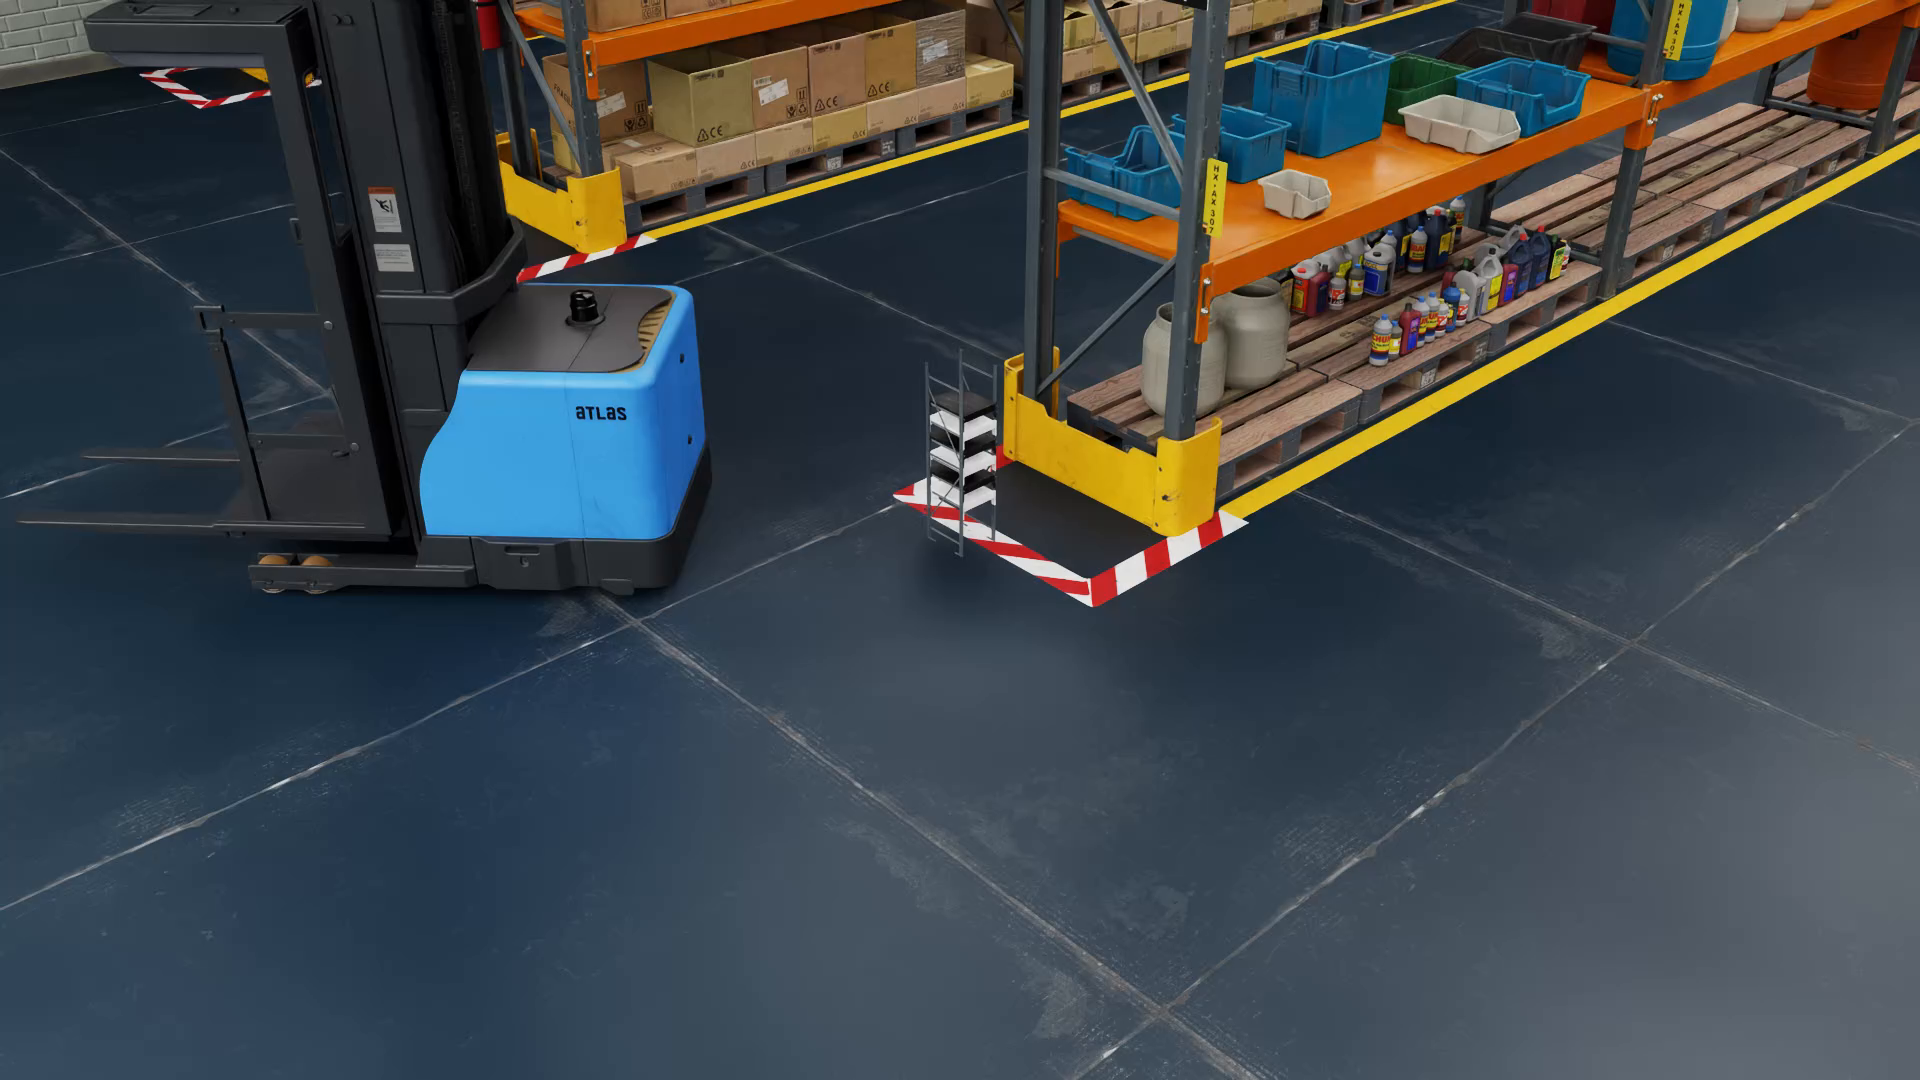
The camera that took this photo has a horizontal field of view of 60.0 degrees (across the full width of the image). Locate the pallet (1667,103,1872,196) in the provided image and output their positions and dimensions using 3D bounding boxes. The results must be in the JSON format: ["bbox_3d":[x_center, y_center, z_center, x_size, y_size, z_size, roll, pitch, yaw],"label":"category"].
[{"bbox_3d":[5.964,-2.907,12.302,1.213,0.211,1.003,-26,40,-35],"label":"pallet"}]

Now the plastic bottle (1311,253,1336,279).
[{"bbox_3d":[2.046,-1.492,9.504,0.135,0.276,0.152,-27,41,-37],"label":"plastic bottle"}]

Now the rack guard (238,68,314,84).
[{"bbox_3d":[-5.988,-4.270,14.253,0.348,0.500,1.175,-26,40,-35],"label":"rack guard"}]

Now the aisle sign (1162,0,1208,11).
[{"bbox_3d":[0.839,-2.491,6.456,0.004,0.787,0.394,-26,40,-35],"label":"aisle sign"}]

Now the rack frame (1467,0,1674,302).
[{"bbox_3d":[3.625,-2.938,9.680,0.127,3.000,1.000,-26,40,-35],"label":"rack frame"}]

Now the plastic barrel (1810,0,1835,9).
[{"bbox_3d":[5.641,-3.809,10.996,0.421,0.512,0.421,0,31,0],"label":"plastic barrel"}]

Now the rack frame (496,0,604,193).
[{"bbox_3d":[-2.673,-3.416,10.460,0.127,3.000,1.000,-26,40,-35],"label":"rack frame"}]

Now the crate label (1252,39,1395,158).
[{"bbox_3d":[1.858,-2.291,8.587,0.616,0.435,0.502,-26,40,-35],"label":"crate label"}]

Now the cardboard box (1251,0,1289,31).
[{"bbox_3d":[2.598,-4.795,14.950,0.500,0.250,0.500,-26,40,-36],"label":"cardboard box"}]

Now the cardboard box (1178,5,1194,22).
[{"bbox_3d":[1.859,-4.677,14.219,0.500,0.311,0.500,-25,39,-34],"label":"cardboard box"}]

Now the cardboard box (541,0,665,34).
[{"bbox_3d":[-2.322,-3.619,10.697,0.500,0.500,0.700,-26,40,-35],"label":"cardboard box"}]

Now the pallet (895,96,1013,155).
[{"bbox_3d":[-0.351,-3.379,13.073,1.213,0.211,1.003,-26,40,-35],"label":"pallet"}]

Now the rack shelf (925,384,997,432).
[{"bbox_3d":[0.006,-0.589,7.396,0.200,0.077,0.258,-26,40,-35],"label":"rack shelf"}]

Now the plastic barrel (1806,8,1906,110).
[{"bbox_3d":[6.906,-3.790,12.751,0.708,0.830,0.600,-26,40,-35],"label":"plastic barrel"}]

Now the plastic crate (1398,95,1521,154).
[{"bbox_3d":[2.607,-2.153,8.648,0.437,0.136,0.530,-26,40,-35],"label":"plastic crate"}]

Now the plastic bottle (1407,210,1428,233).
[{"bbox_3d":[2.751,-1.868,10.047,0.185,0.351,0.144,-25,39,-34],"label":"plastic bottle"}]

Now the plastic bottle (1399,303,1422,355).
[{"bbox_3d":[2.412,-1.145,8.930,0.133,0.283,0.061,-25,39,-35],"label":"plastic bottle"}]

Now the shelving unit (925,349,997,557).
[{"bbox_3d":[0.006,-0.387,7.520,0.210,0.900,0.258,-26,40,-35],"label":"shelving unit"}]

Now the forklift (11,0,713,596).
[{"bbox_3d":[-2.734,-1.285,7.042,3.031,2.935,1.130,1,31,2],"label":"forklift"}]

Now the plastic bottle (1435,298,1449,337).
[{"bbox_3d":[2.631,-1.229,9.146,0.097,0.201,0.097,0,31,0],"label":"plastic bottle"}]

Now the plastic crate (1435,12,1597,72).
[{"bbox_3d":[3.155,-2.775,9.472,0.504,0.338,0.767,-26,40,-35],"label":"plastic crate"}]

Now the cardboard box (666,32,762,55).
[{"bbox_3d":[-1.759,-3.406,11.959,0.500,0.500,0.500,-26,40,-35],"label":"cardboard box"}]

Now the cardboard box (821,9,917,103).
[{"bbox_3d":[-0.670,-3.561,12.212,0.500,0.500,0.500,-26,40,-35],"label":"cardboard box"}]

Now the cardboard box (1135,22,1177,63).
[{"bbox_3d":[1.478,-4.254,14.065,0.500,0.250,0.500,-27,41,-37],"label":"cardboard box"}]

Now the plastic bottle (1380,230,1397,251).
[{"bbox_3d":[2.531,-1.701,9.850,0.097,0.271,0.097,0,31,0],"label":"plastic bottle"}]

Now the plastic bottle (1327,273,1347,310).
[{"bbox_3d":[2.145,-1.419,9.457,0.097,0.201,0.097,0,31,0],"label":"plastic bottle"}]

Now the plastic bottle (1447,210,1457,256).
[{"bbox_3d":[2.948,-1.856,10.092,0.133,0.283,0.061,-26,40,-35],"label":"plastic bottle"}]

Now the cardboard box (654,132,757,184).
[{"bbox_3d":[-1.764,-2.705,11.532,0.500,0.250,0.500,-26,40,-35],"label":"cardboard box"}]

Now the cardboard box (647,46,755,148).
[{"bbox_3d":[-1.763,-3.025,11.336,0.500,0.500,0.500,-26,40,-35],"label":"cardboard box"}]

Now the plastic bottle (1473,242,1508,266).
[{"bbox_3d":[3.089,-1.605,9.688,0.135,0.276,0.152,-26,40,-35],"label":"plastic bottle"}]

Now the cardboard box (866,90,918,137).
[{"bbox_3d":[-0.661,-3.236,12.400,0.500,0.250,0.500,-26,40,-35],"label":"cardboard box"}]

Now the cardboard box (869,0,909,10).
[{"bbox_3d":[-0.654,-3.935,12.825,0.500,0.500,0.500,-26,40,-35],"label":"cardboard box"}]

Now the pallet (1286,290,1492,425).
[{"bbox_3d":[2.210,-1.091,9.332,1.213,0.211,1.003,-26,40,-35],"label":"pallet"}]

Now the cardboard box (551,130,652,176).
[{"bbox_3d":[-2.481,-2.725,11.564,0.500,0.250,0.500,-26,40,-35],"label":"cardboard box"}]

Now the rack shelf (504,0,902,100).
[{"bbox_3d":[-1.206,-3.818,11.808,4.000,0.370,1.077,-26,40,-35],"label":"rack shelf"}]

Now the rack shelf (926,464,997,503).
[{"bbox_3d":[0.006,-0.282,7.584,0.200,0.077,0.258,-26,40,-35],"label":"rack shelf"}]

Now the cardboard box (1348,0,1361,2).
[{"bbox_3d":[3.721,-5.427,15.723,0.500,0.500,0.500,-24,39,-34],"label":"cardboard box"}]

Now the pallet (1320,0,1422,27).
[{"bbox_3d":[3.767,-5.314,16.238,1.213,0.211,1.003,-26,40,-35],"label":"pallet"}]

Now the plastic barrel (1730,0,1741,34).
[{"bbox_3d":[4.700,-3.290,10.388,0.301,0.262,0.301,0,31,0],"label":"plastic barrel"}]

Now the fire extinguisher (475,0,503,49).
[{"bbox_3d":[-3.075,-3.518,10.703,0.183,0.674,0.296,-26,40,-35],"label":"fire extinguisher"}]

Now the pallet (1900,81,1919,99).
[{"bbox_3d":[8.003,-3.893,13.915,1.213,0.211,1.003,-26,40,-35],"label":"pallet"}]

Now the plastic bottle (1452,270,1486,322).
[{"bbox_3d":[2.850,-1.386,9.331,0.135,0.276,0.152,-25,39,-35],"label":"plastic bottle"}]

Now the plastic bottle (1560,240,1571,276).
[{"bbox_3d":[3.571,-1.684,9.890,0.097,0.201,0.097,0,31,0],"label":"plastic bottle"}]

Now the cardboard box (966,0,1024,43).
[{"bbox_3d":[0.362,-4.333,13.656,0.500,0.311,0.500,-26,40,-35],"label":"cardboard box"}]

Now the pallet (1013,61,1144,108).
[{"bbox_3d":[0.774,-3.921,13.960,1.213,0.211,1.003,-26,40,-35],"label":"pallet"}]

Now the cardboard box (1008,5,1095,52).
[{"bbox_3d":[0.733,-4.131,13.326,0.500,0.311,0.500,-26,40,-35],"label":"cardboard box"}]

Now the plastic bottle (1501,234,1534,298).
[{"bbox_3d":[3.208,-1.589,9.591,0.144,0.351,0.185,27,40,37],"label":"plastic bottle"}]

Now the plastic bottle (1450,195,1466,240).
[{"bbox_3d":[3.094,-2.017,10.366,0.097,0.271,0.097,0,31,0],"label":"plastic bottle"}]
